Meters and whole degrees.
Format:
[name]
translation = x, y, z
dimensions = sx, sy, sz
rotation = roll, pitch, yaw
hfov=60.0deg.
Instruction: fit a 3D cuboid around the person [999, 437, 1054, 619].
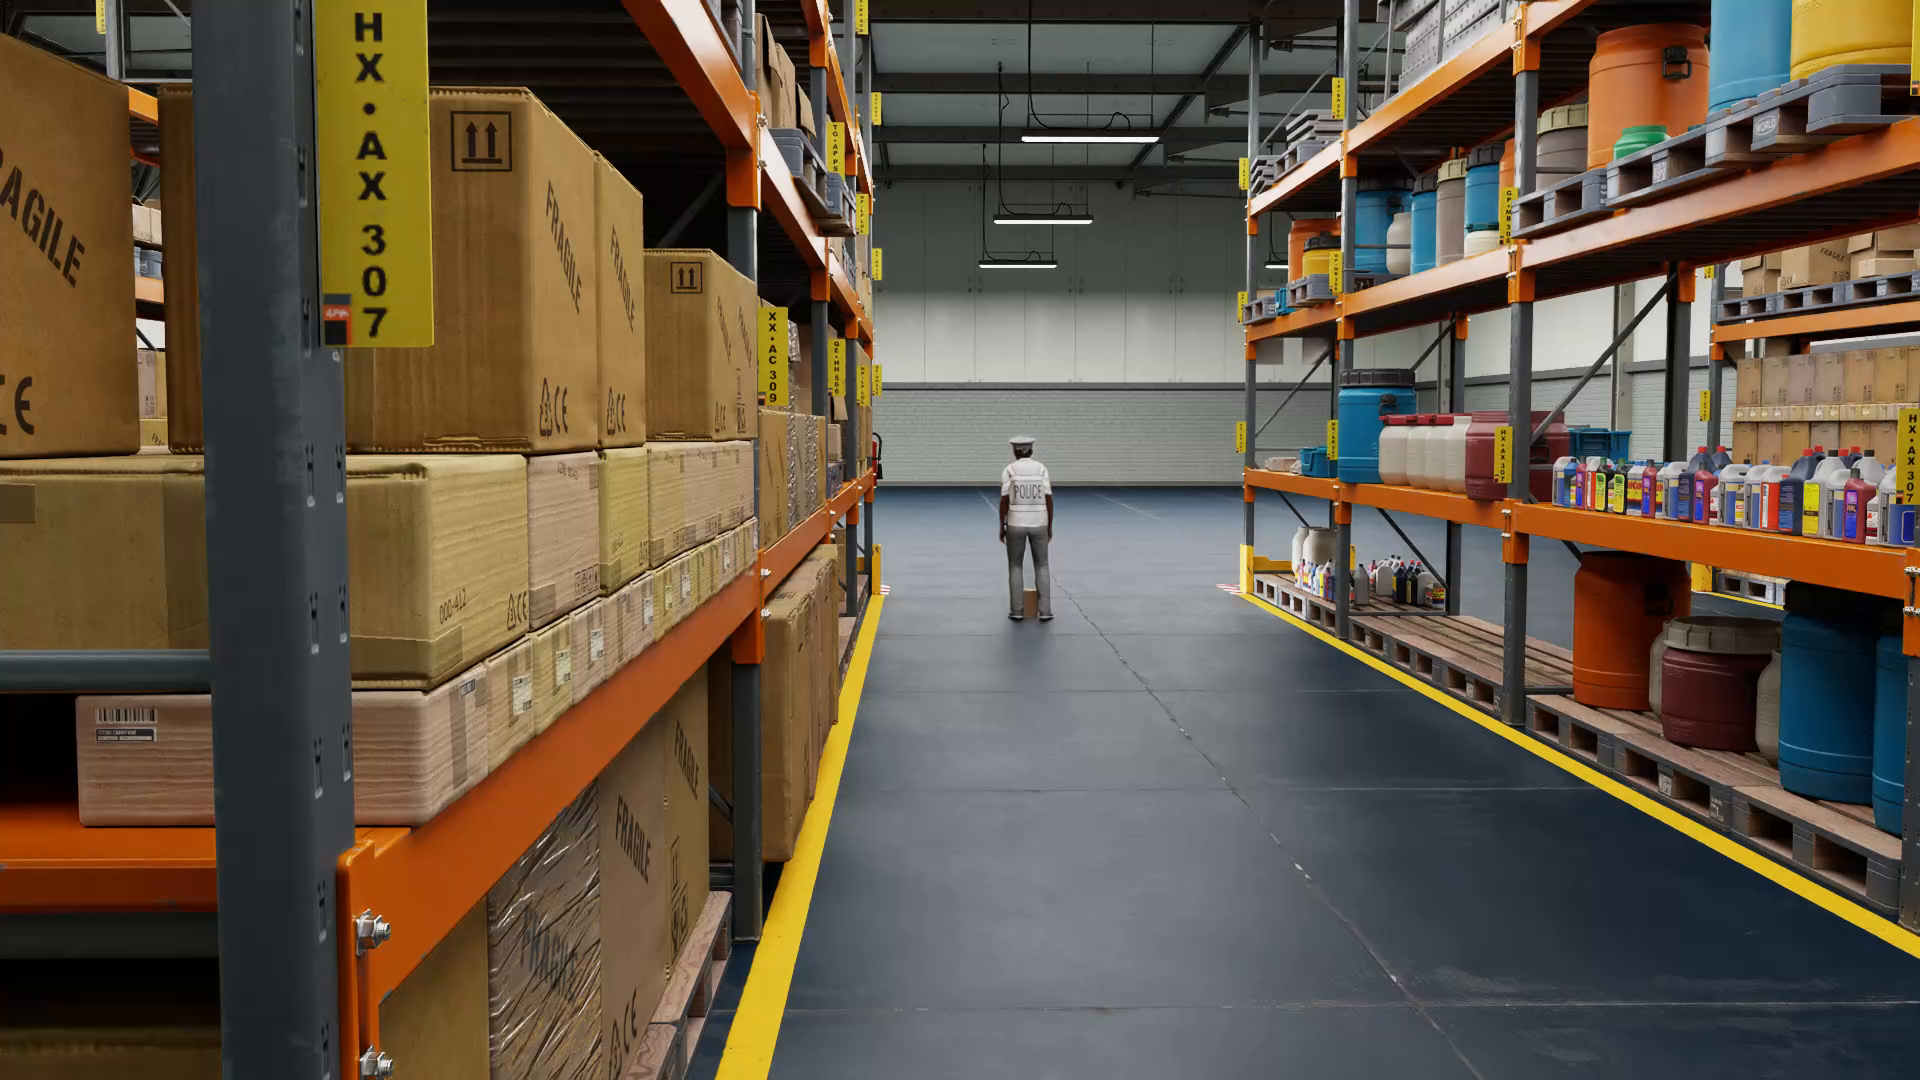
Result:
[person]
translation = 0.607, -0.107, 15.092
dimensions = 0.528, 1.658, 0.428
rotation = 0, 4, -5
